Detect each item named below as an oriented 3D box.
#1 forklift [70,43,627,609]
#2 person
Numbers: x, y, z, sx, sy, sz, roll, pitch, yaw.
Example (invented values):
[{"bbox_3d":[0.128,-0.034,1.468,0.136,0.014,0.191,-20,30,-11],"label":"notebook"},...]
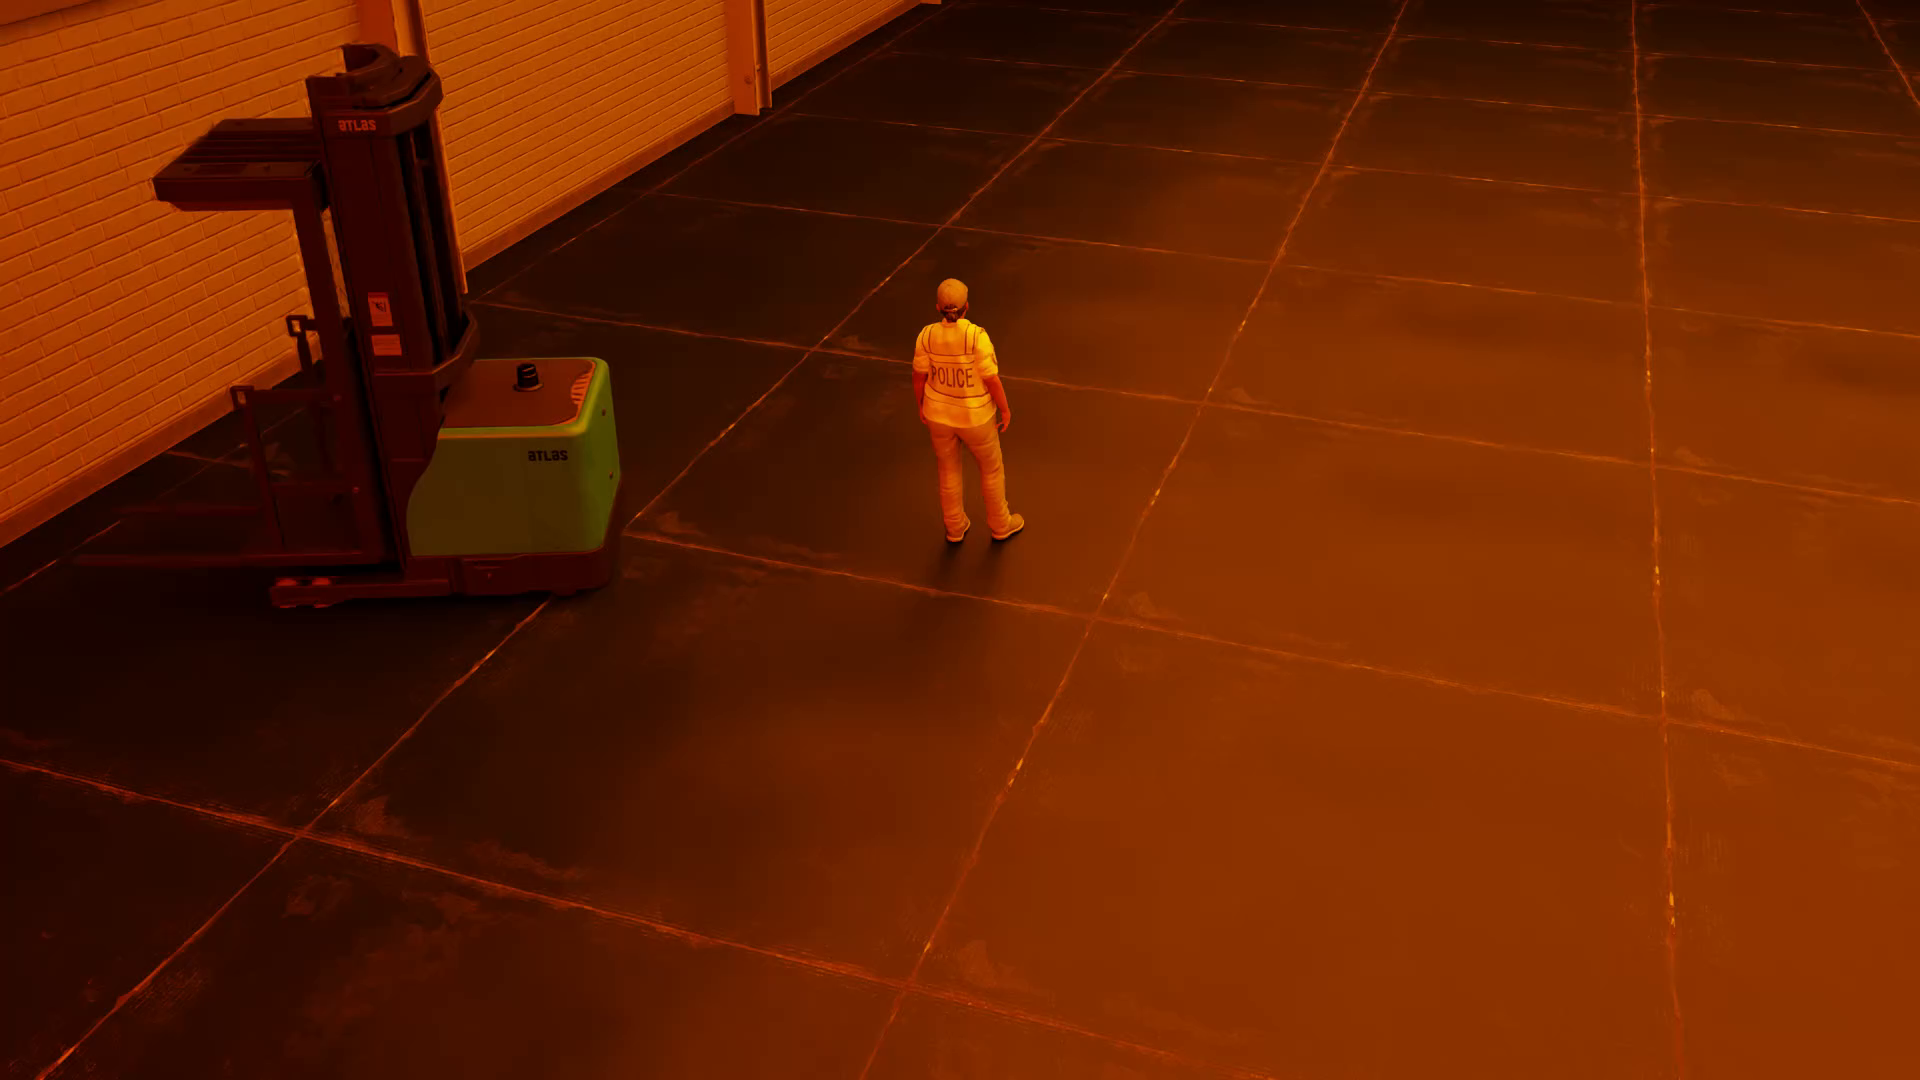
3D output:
[{"bbox_3d":[-3.551,-1.154,9.161,3.031,2.935,1.130,-2,30,-3],"label":"forklift"},{"bbox_3d":[0.047,-0.763,9.736,0.598,1.670,0.529,10,31,16],"label":"person"}]
